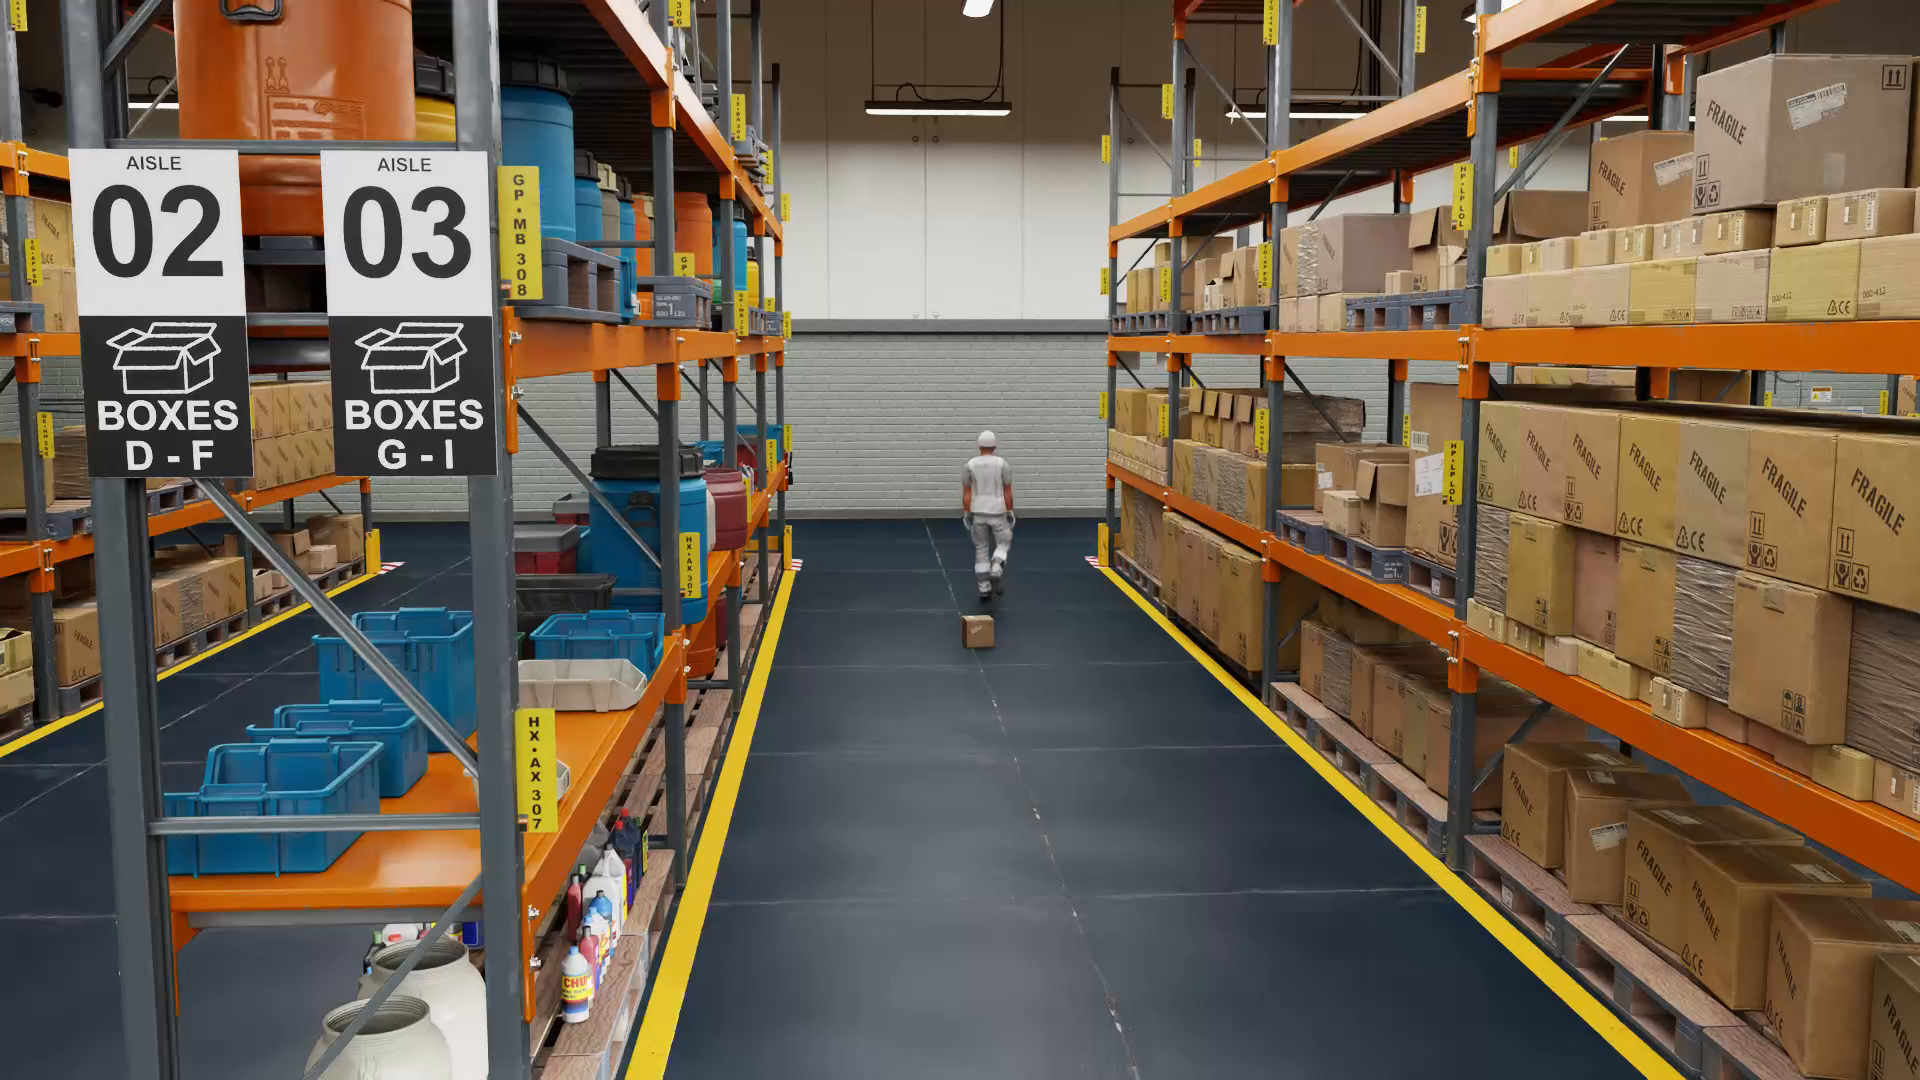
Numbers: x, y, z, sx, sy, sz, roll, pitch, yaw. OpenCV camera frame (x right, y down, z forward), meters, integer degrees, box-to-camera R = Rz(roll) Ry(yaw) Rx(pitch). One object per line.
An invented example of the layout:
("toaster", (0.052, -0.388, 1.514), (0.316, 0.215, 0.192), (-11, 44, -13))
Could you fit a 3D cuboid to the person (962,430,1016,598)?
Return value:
("person", (0.311, -0.275, 17.684), (0.568, 1.780, 0.505), (1, 7, 8))
